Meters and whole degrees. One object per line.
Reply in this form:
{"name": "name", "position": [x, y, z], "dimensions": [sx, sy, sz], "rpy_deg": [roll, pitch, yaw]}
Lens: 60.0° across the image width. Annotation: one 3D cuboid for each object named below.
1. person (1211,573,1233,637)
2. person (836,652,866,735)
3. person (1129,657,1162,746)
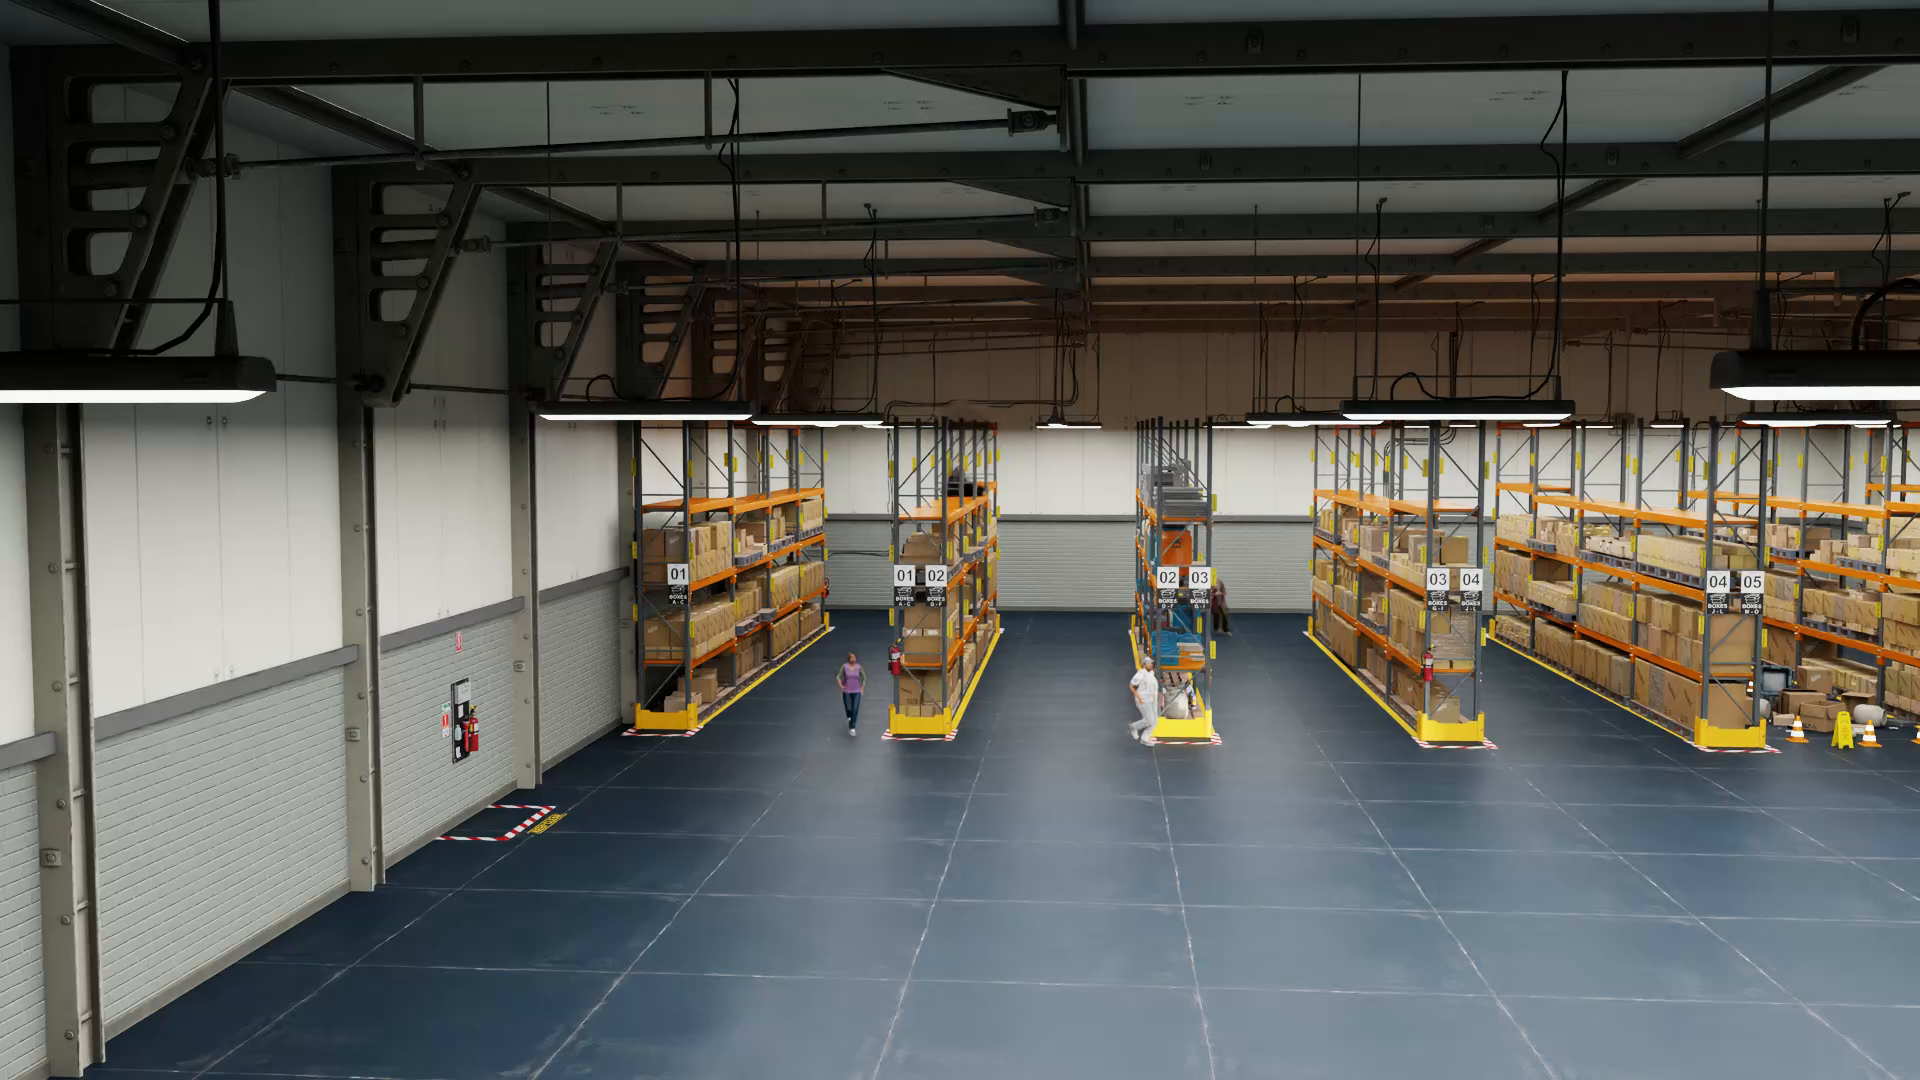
{"name": "person", "position": [7.176, 1.813, 46.645], "dimensions": [0.754, 1.807, 0.806], "rpy_deg": [-1, 4, -14]}
{"name": "person", "position": [-2.059, 2.896, 31.540], "dimensions": [0.573, 1.570, 0.507], "rpy_deg": [0, 4, -7]}
{"name": "person", "position": [3.407, 2.939, 30.330], "dimensions": [0.544, 1.626, 0.608], "rpy_deg": [4, 5, 44]}
